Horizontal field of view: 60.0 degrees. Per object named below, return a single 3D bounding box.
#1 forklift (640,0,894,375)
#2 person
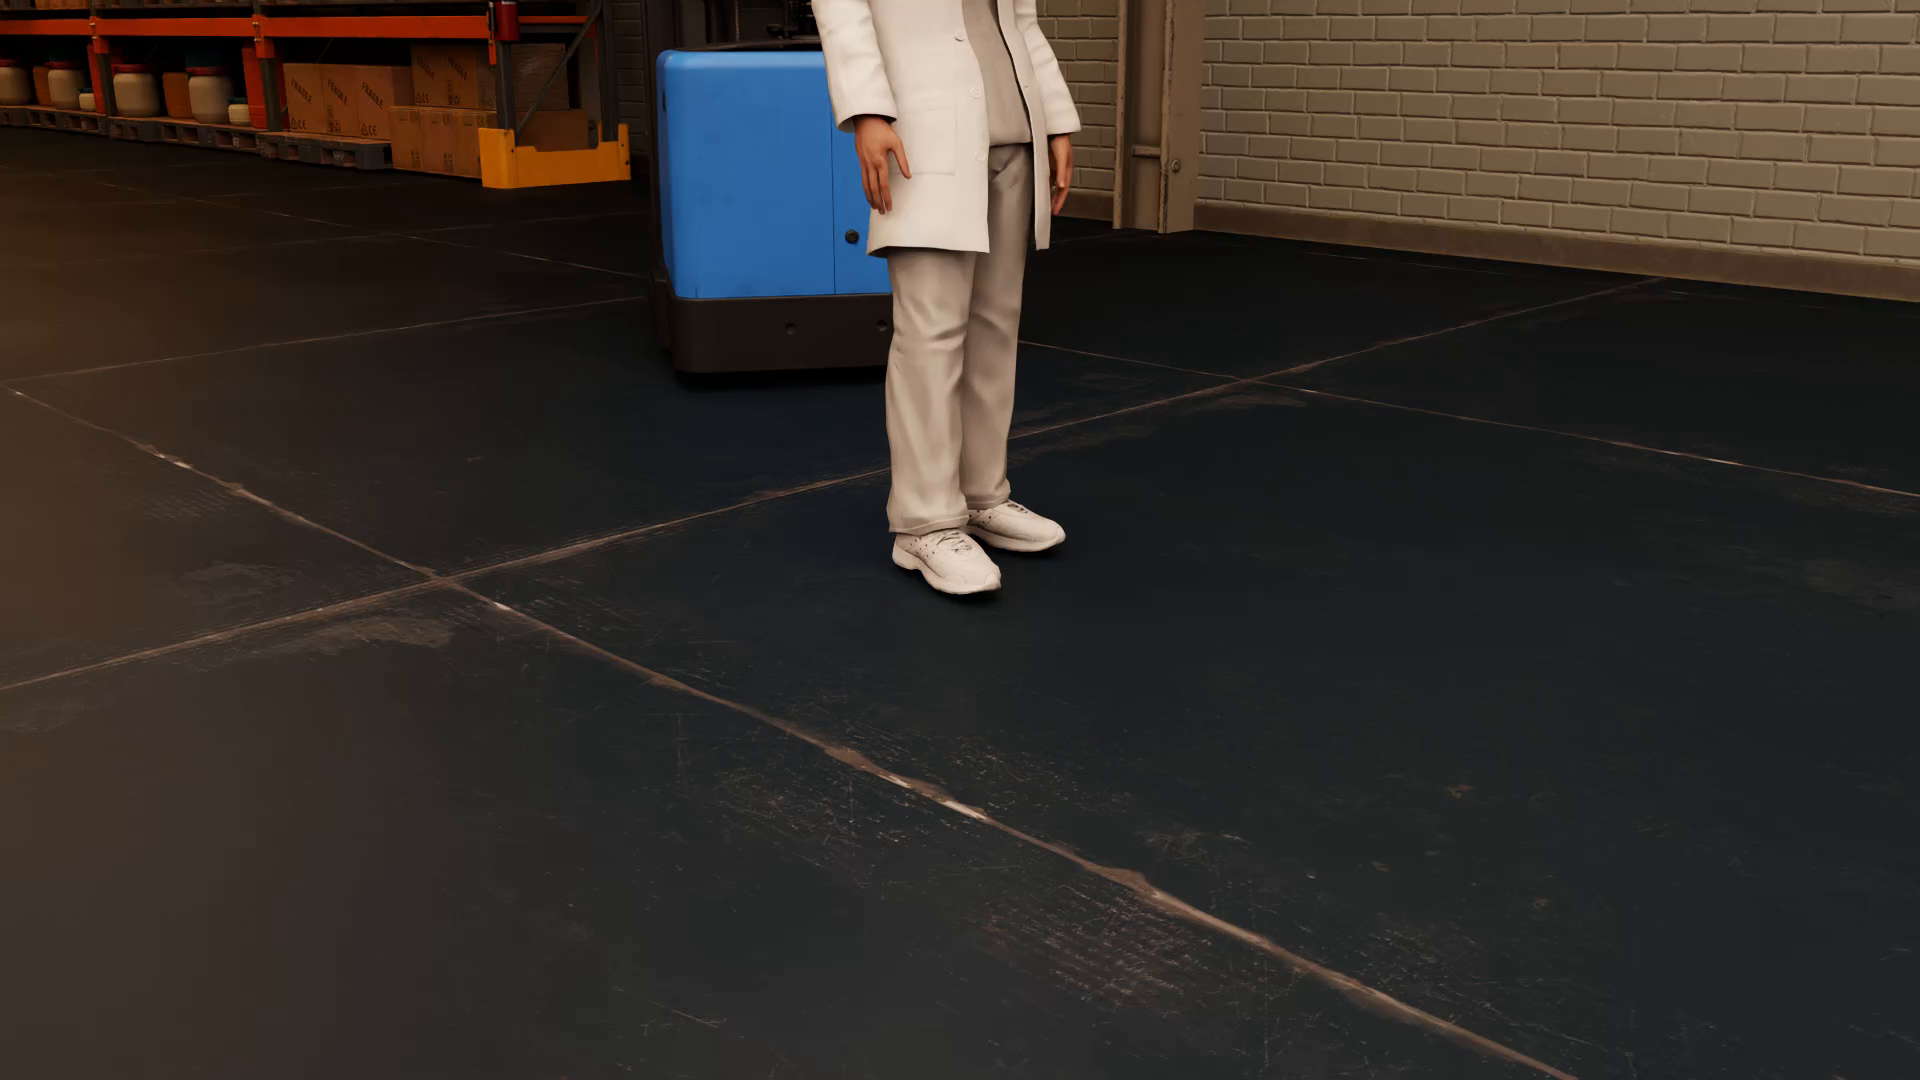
[{"bbox_3d":[-0.719,-2.336,6.498,1.130,2.935,3.031,-4,17,-11],"label":"forklift"},{"bbox_3d":[0.061,-0.837,3.567,0.581,1.776,0.696,16,23,42],"label":"person"}]
